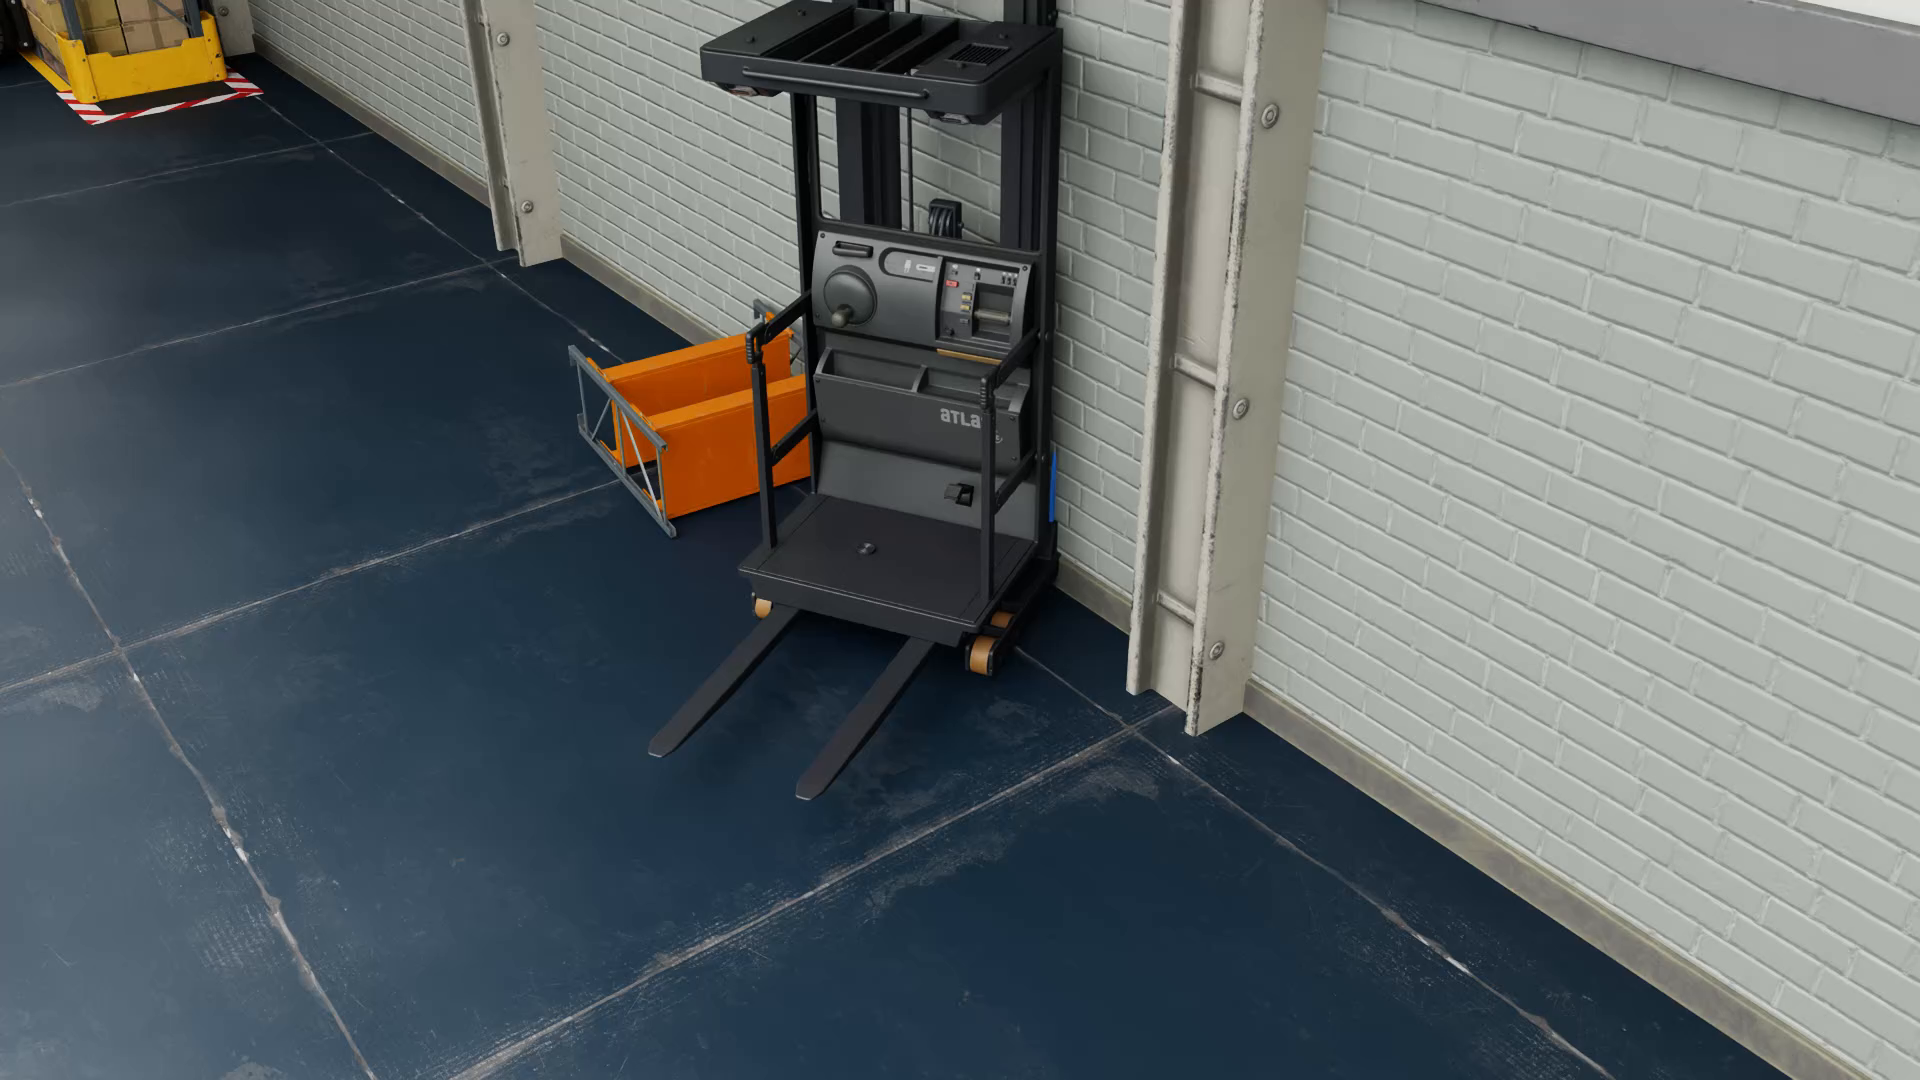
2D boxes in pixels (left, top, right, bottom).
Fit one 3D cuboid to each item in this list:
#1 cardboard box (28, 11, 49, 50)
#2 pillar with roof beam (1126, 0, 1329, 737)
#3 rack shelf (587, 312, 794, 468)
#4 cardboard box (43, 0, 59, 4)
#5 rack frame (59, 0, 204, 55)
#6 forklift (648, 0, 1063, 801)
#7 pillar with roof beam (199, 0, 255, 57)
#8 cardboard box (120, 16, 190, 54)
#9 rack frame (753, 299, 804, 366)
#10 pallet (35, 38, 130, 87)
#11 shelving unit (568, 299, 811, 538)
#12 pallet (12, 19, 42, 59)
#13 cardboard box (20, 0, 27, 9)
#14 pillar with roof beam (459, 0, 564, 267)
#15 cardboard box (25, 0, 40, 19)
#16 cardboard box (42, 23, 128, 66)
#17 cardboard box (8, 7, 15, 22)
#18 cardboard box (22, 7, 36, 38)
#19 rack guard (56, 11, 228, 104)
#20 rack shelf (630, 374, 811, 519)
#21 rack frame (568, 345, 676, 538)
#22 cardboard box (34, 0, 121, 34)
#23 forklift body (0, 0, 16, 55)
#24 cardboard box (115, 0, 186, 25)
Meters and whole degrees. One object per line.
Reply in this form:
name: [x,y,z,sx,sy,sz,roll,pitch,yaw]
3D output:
cardboard box: [-7.564,-4.368,14.148,0.500,0.250,0.500,-22,38,-31]
pillar with roof beam: [-2.486,-1.790,2.103,9.100,9.000,0.400,-22,38,-31]
rack shelf: [-1.333,-0.753,8.393,1.000,0.538,0.278,-19,39,-27]
cardboard box: [-7.258,-4.580,13.542,0.500,0.250,0.500,-21,37,-30]
rack frame: [-6.729,-5.054,13.044,1.000,3.000,0.127,-22,38,-31]
forklift: [-0.243,-0.943,6.490,1.130,2.935,3.031,13,34,19]
pillar with roof beam: [-9.845,-6.791,10.156,9.100,9.000,0.400,-22,38,-31]
cardboard box: [-6.876,-4.332,14.090,0.500,0.250,0.500,-22,38,-31]
rack frame: [-0.772,-0.784,8.451,0.032,0.500,1.125,-19,39,-27]
pallet: [-7.231,-4.175,14.271,1.003,0.211,1.213,-22,38,-31]
shelving unit: [-1.202,-0.637,8.222,1.048,0.538,1.125,-19,39,-27]
pallet: [-7.975,-4.683,15.089,1.003,0.211,1.213,-22,38,-31]
cardboard box: [-7.907,-4.799,14.368,0.500,0.250,0.500,-23,39,-32]
pillar with roof beam: [-6.165,-4.291,6.129,9.100,9.000,0.400,-22,38,-31]
cardboard box: [-7.573,-4.591,14.033,0.500,0.250,0.500,-23,38,-32]
cardboard box: [-7.267,-4.158,13.810,0.500,0.250,0.500,-22,38,-31]
cardboard box: [-8.200,-4.789,14.826,0.500,0.250,0.500,-21,38,-30]
cardboard box: [-7.864,-4.580,14.489,0.500,0.250,0.500,-22,38,-31]
rack guard: [-6.714,-3.982,13.688,1.175,0.500,0.348,-22,38,-31]
rack shelf: [-1.045,-0.497,8.018,1.000,0.538,0.278,-19,39,-27]
rack frame: [-1.632,-0.489,7.994,0.032,0.500,1.125,-19,39,-27]
cardboard box: [-7.274,-4.378,13.691,0.500,0.250,0.500,-23,38,-32]
forklift body: [-9.333,-4.893,13.590,2.313,2.155,1.214,-22,38,-31]
cardboard box: [-6.853,-4.540,13.951,0.500,0.250,0.500,-21,38,-31]
